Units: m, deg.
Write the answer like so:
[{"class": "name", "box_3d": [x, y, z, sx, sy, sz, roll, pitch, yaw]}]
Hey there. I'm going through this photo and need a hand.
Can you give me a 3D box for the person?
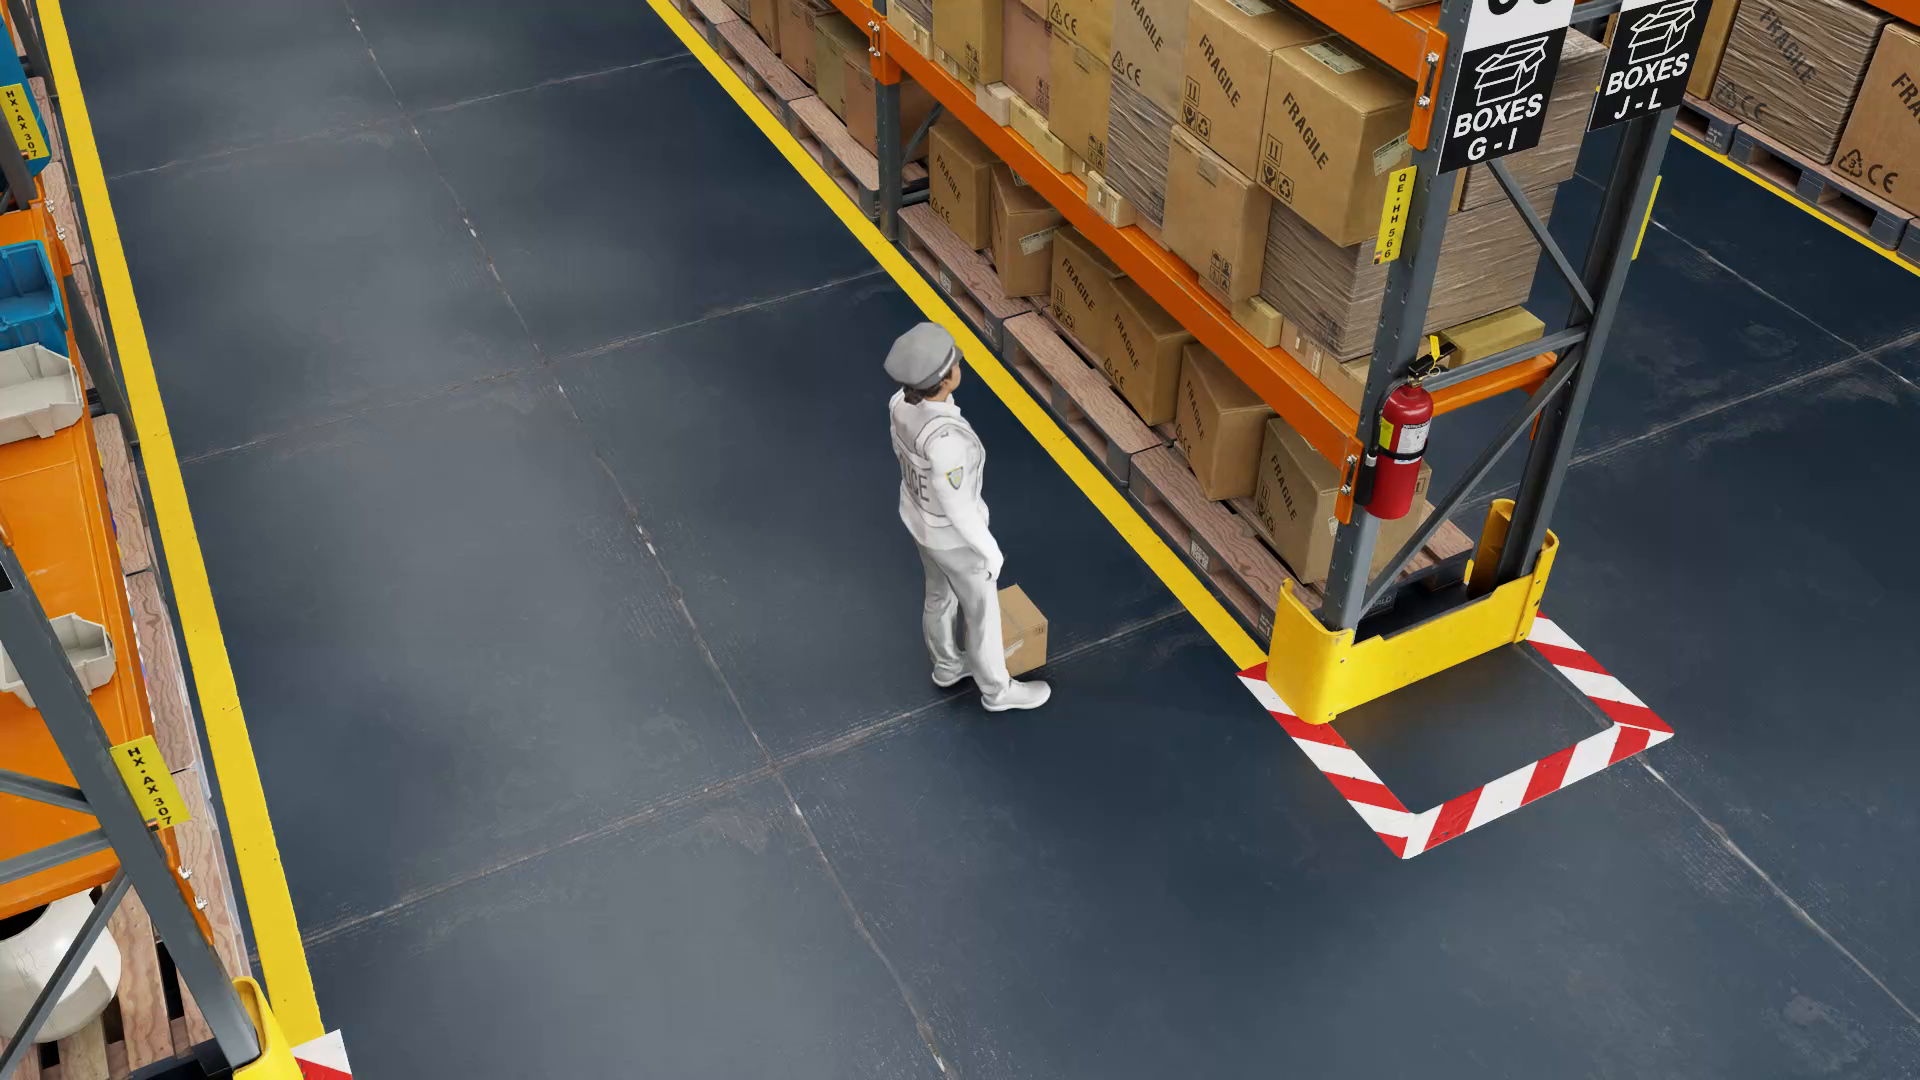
[{"class": "person", "box_3d": [0.016, -0.082, 6.213, 0.530, 1.694, 0.586, -19, 45, -20]}]
